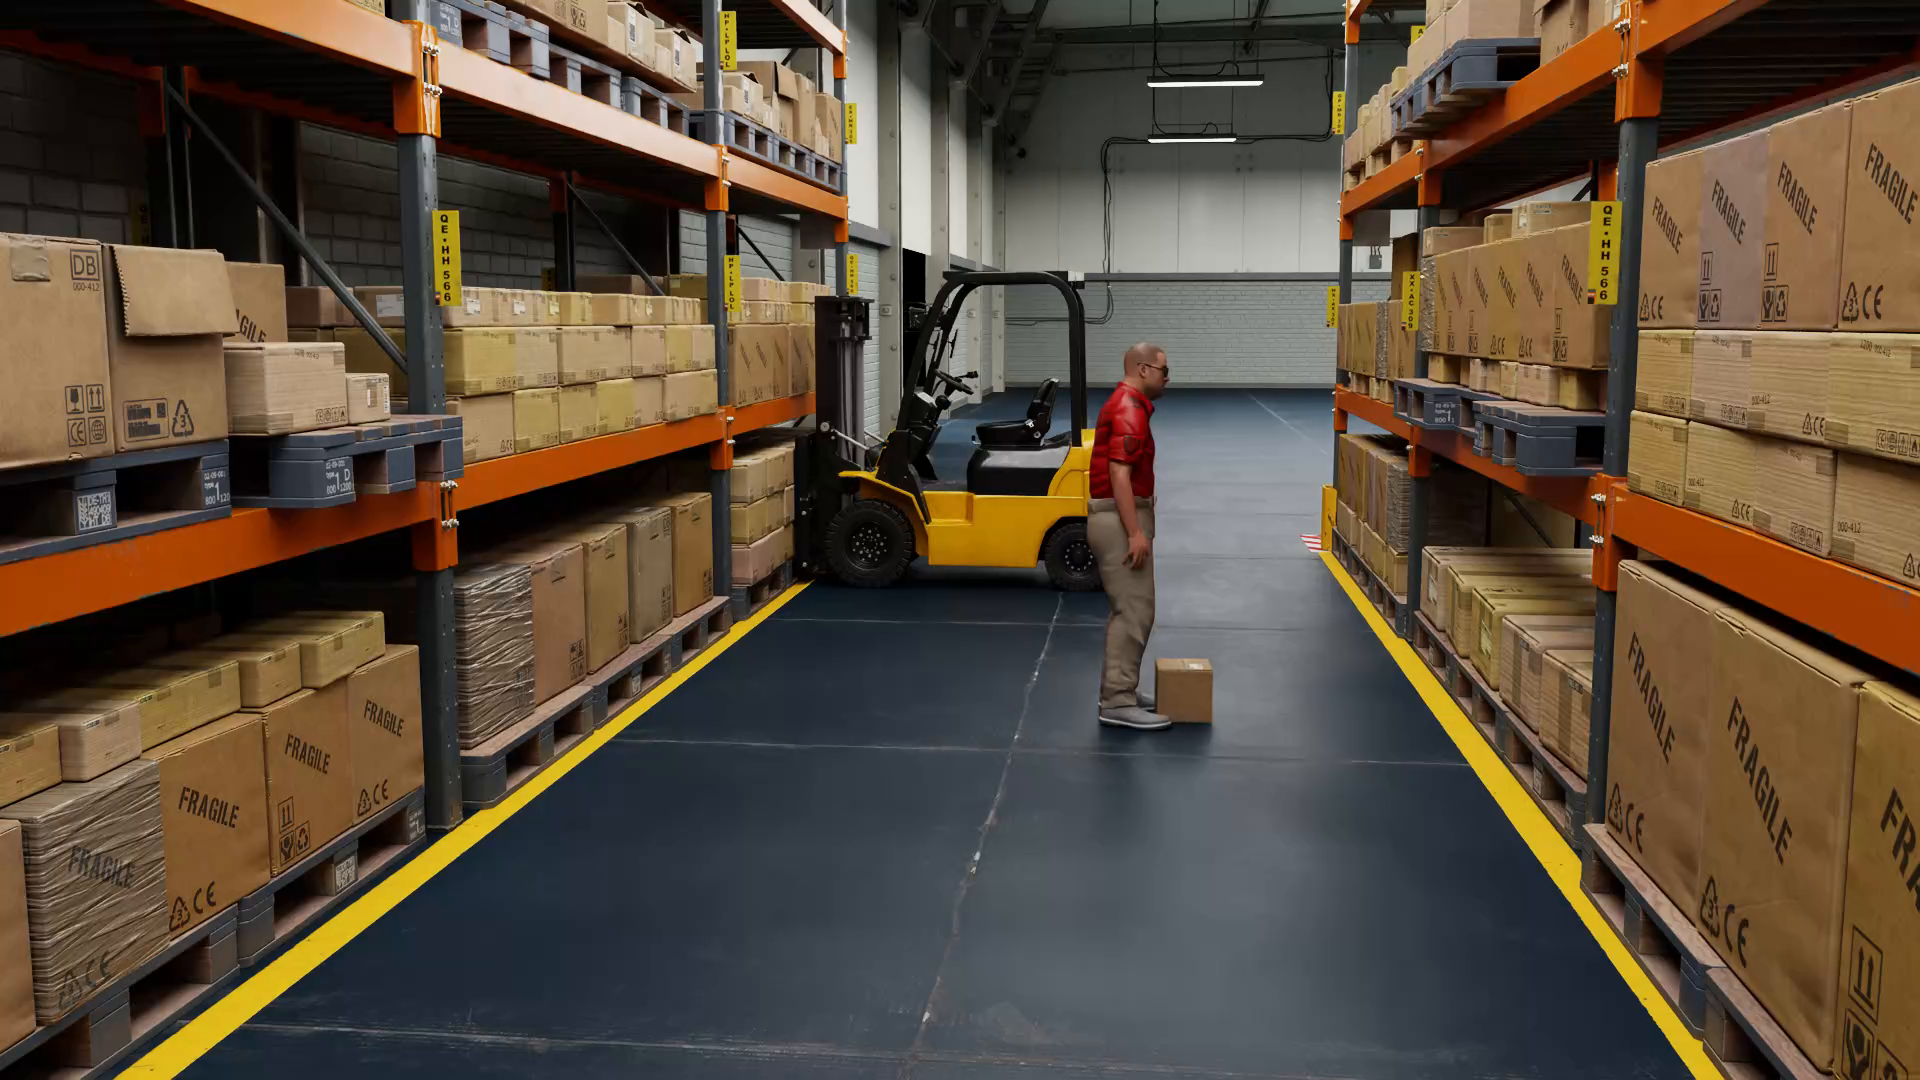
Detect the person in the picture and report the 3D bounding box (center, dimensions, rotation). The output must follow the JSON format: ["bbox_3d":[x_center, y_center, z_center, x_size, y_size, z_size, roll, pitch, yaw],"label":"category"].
[{"bbox_3d":[0.777,-0.037,7.630,0.393,1.725,0.593,0,8,3],"label":"person"}]
